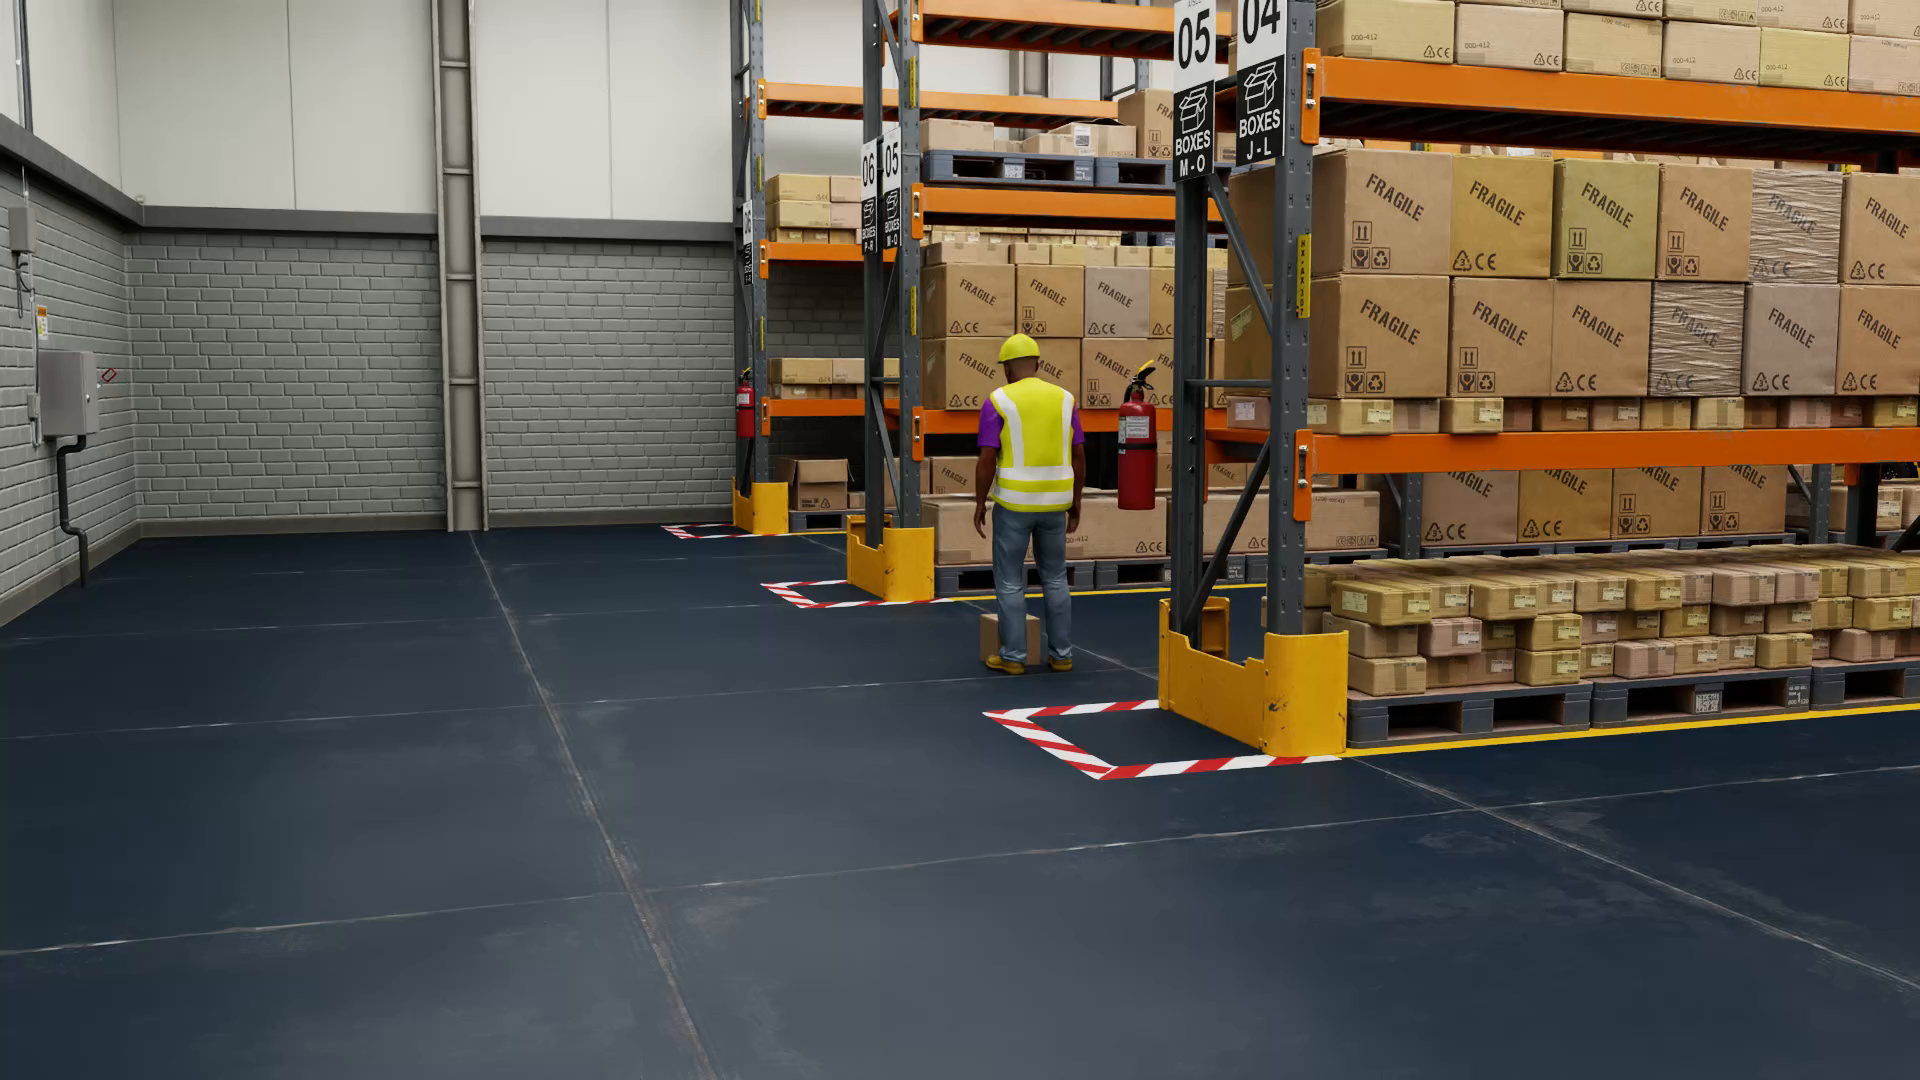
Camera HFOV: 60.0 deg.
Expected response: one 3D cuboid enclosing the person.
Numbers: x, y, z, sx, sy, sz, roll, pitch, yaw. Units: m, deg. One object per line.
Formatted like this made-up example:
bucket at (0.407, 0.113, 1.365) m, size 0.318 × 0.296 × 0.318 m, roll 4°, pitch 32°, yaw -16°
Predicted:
person at (0.354, -0.191, 8.664) m, size 0.621 × 1.759 × 0.461 m, roll -2°, pitch 6°, yaw -21°
